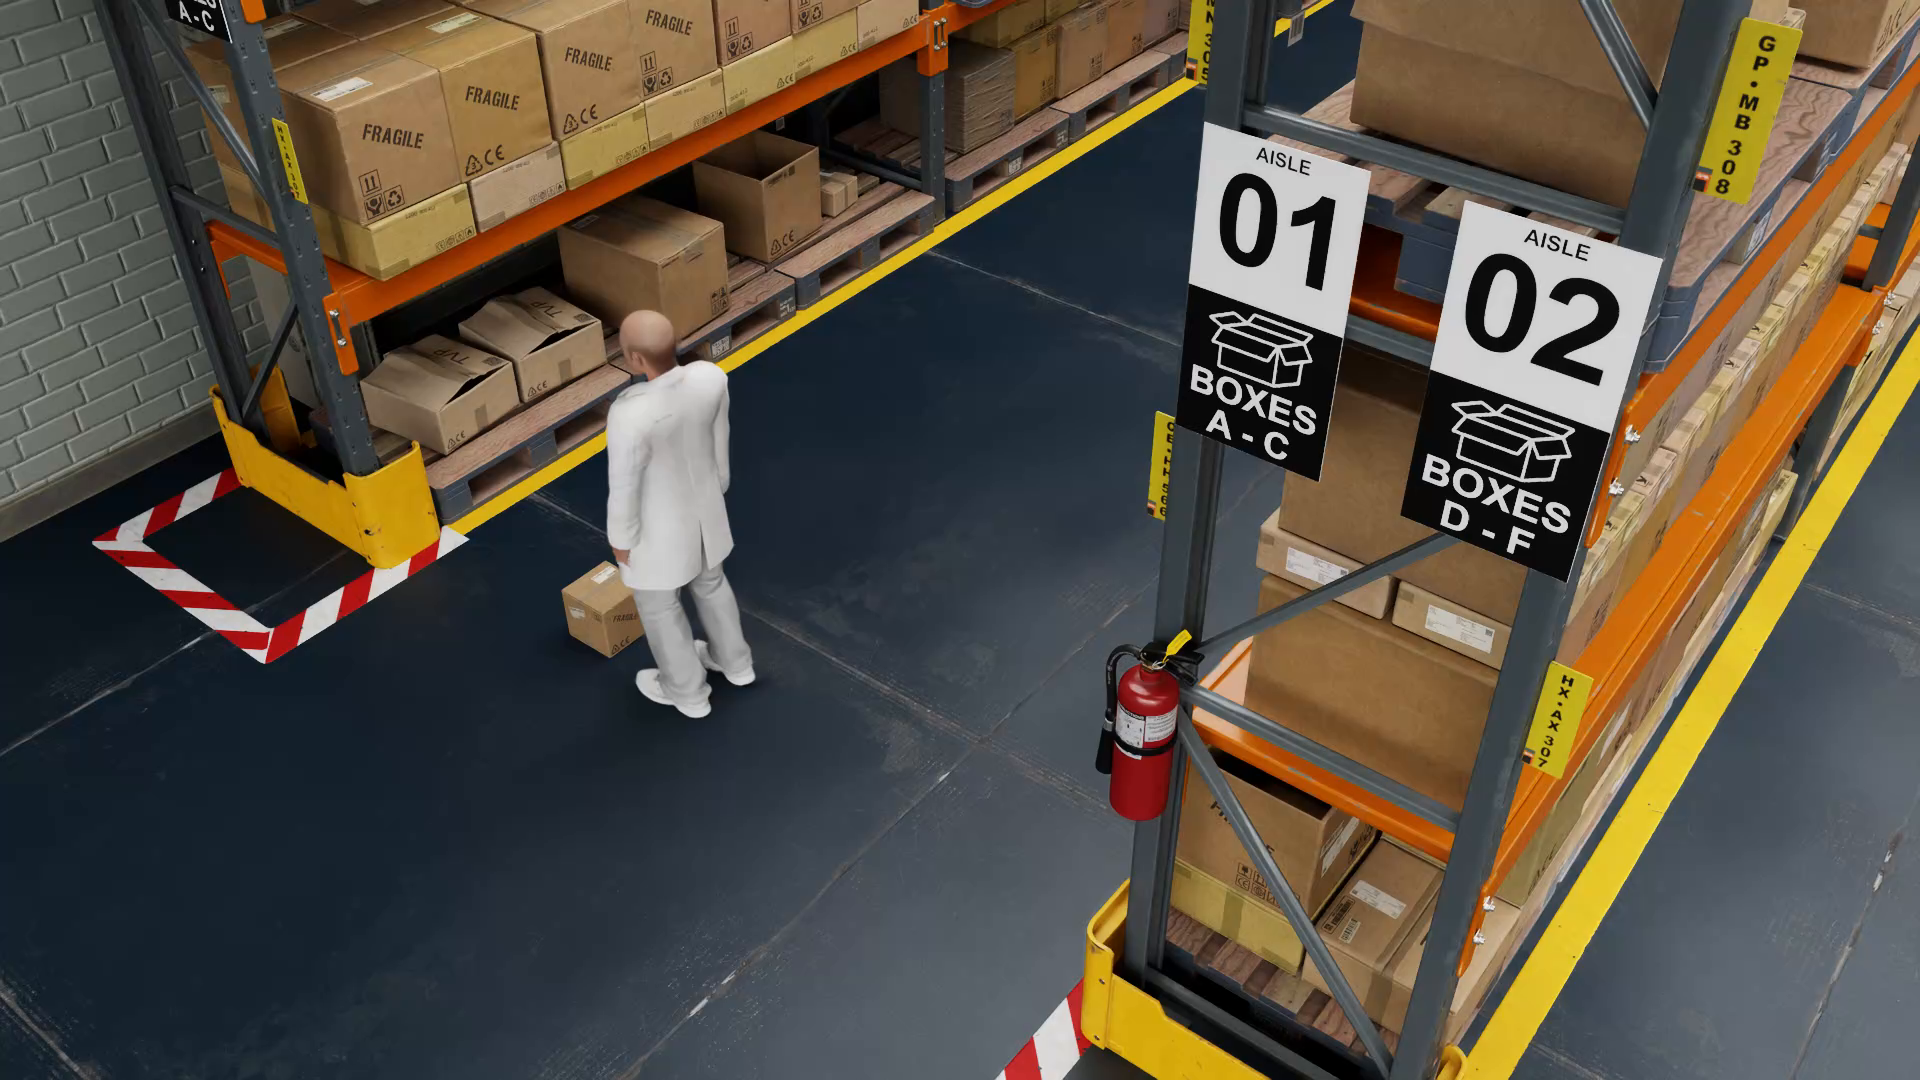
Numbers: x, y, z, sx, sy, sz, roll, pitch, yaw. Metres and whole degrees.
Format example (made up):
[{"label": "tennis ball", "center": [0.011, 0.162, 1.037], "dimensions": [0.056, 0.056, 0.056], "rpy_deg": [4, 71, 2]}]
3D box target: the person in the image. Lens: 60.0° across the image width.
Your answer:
[{"label": "person", "center": [-1.103, -0.075, 6.304], "dimensions": [0.381, 1.739, 0.562], "rpy_deg": [26, 45, 29]}]
